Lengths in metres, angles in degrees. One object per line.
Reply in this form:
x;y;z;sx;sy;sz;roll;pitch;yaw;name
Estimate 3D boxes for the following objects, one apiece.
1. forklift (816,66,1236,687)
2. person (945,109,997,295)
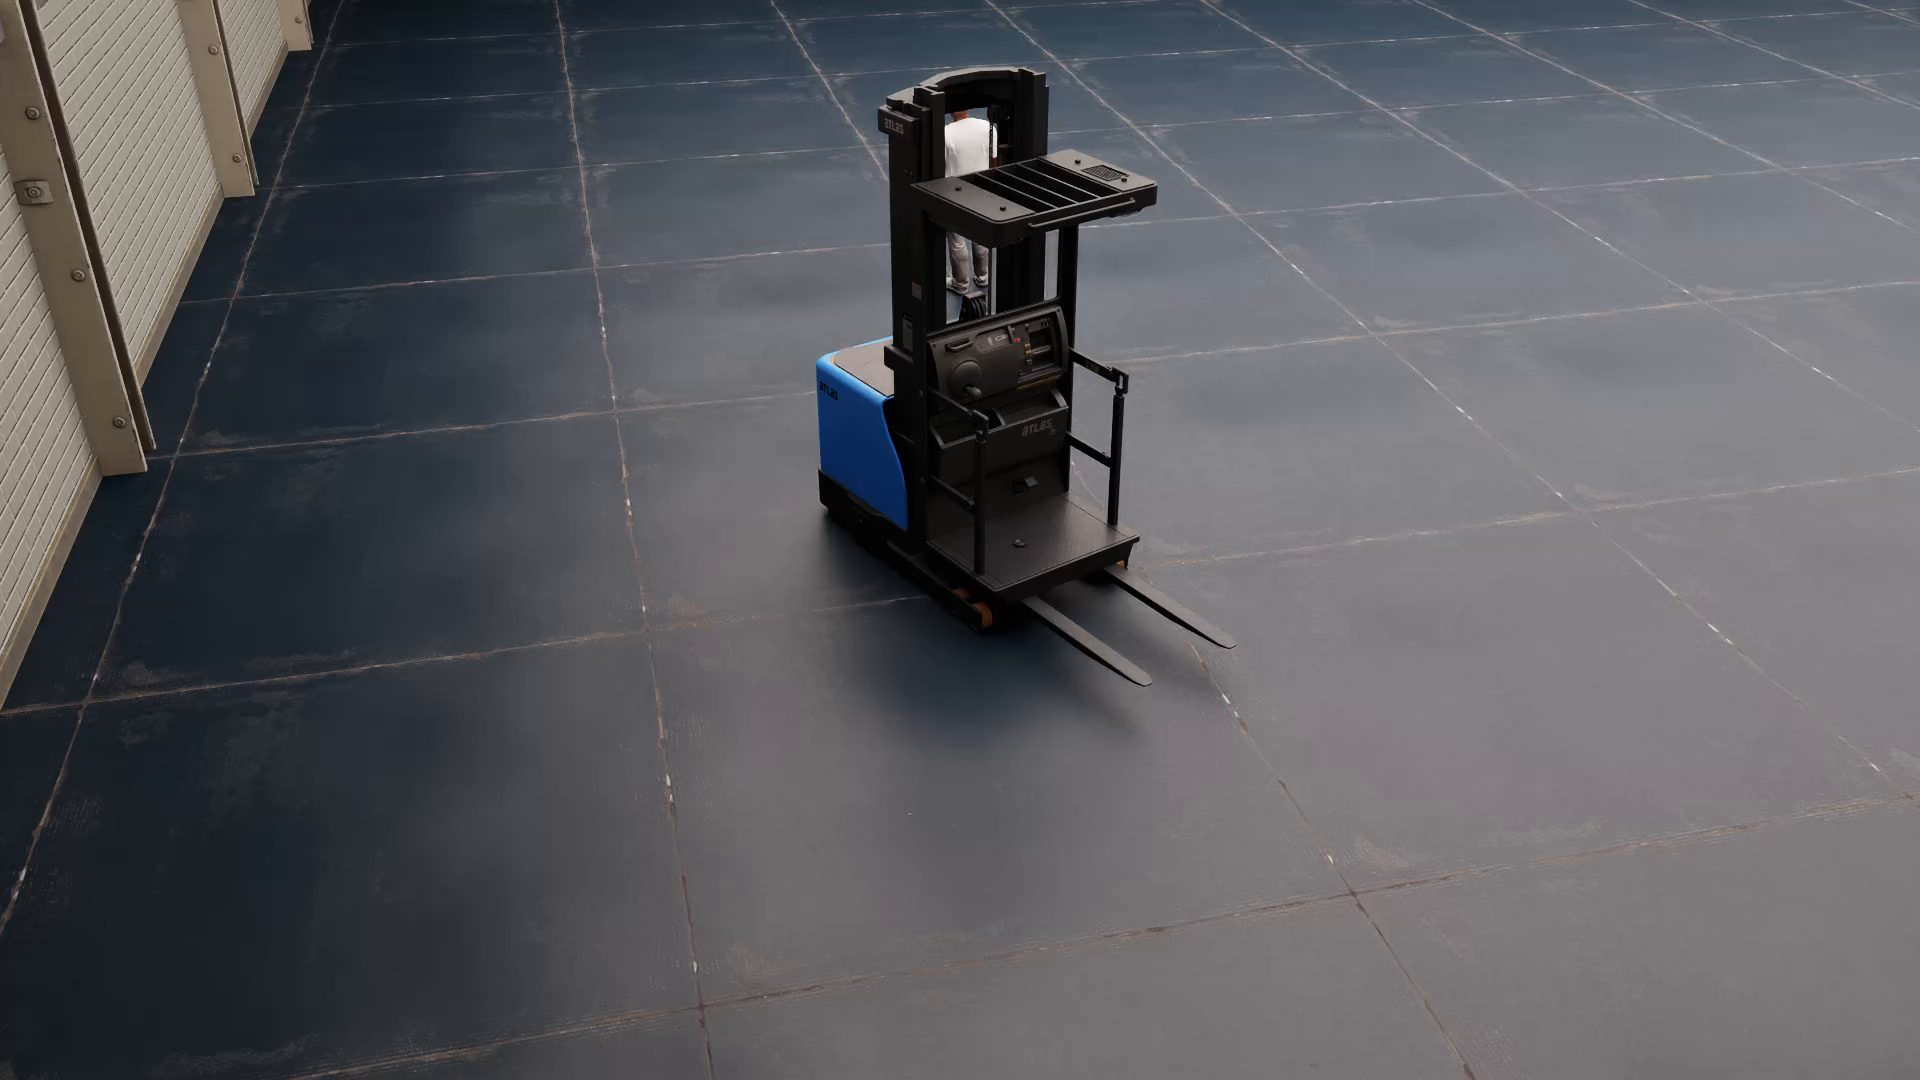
0.355;-1.021;9.338;1.130;2.935;3.031;-20;35;-30;forklift
-0.001;-2.900;13.731;0.666;1.765;0.578;-11;32;-17;person
